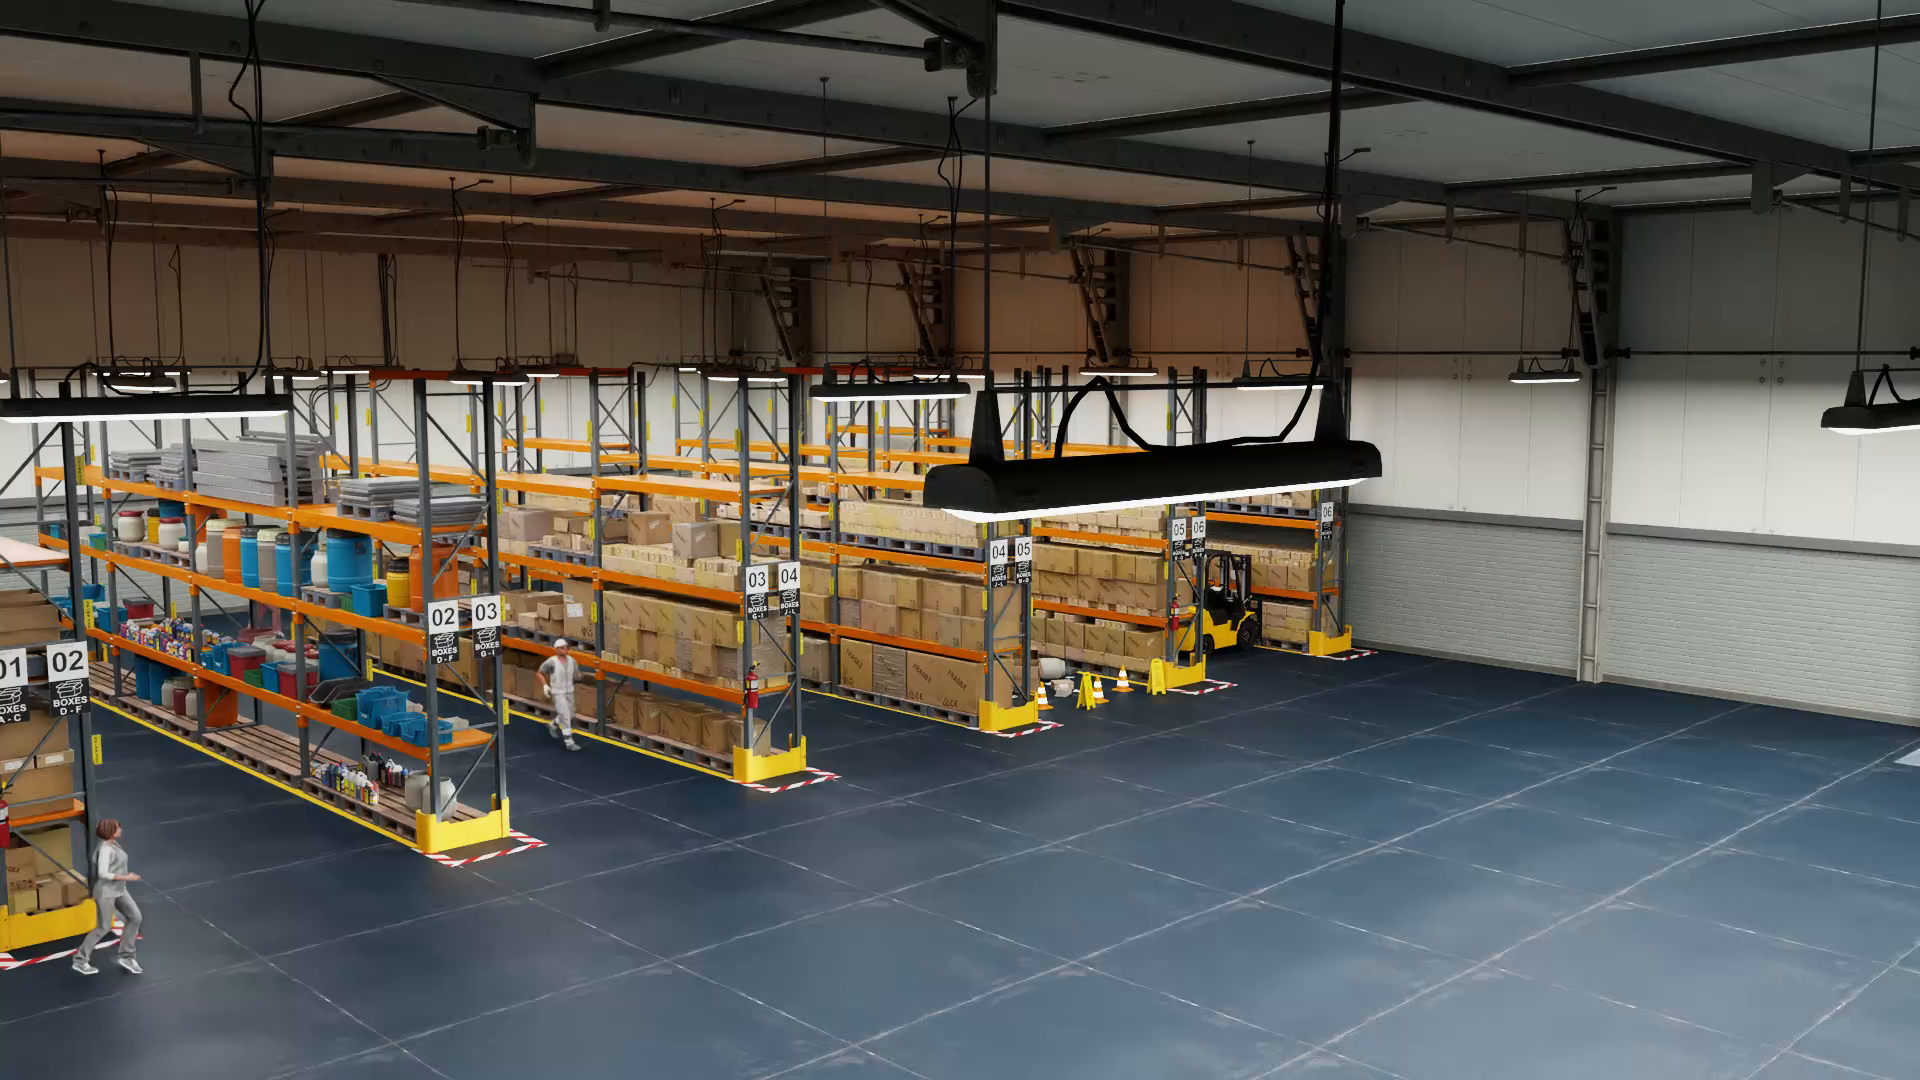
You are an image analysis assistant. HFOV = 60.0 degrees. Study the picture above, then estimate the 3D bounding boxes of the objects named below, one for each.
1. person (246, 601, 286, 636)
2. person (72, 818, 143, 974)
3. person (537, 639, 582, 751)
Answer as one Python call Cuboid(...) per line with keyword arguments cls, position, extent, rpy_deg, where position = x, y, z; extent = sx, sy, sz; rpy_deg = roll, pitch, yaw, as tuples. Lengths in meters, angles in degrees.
Cuboid(cls="person", position=(-15.490, 1.355, 37.013), extent=(0.820, 1.684, 0.582), rpy_deg=(-5, 8, -36))
Cuboid(cls="person", position=(-8.687, 3.685, 16.954), extent=(0.674, 1.526, 0.572), rpy_deg=(-1, 7, -10))
Cuboid(cls="person", position=(-6.367, 2.448, 26.537), extent=(0.907, 1.767, 0.660), rpy_deg=(6, 9, 41))
